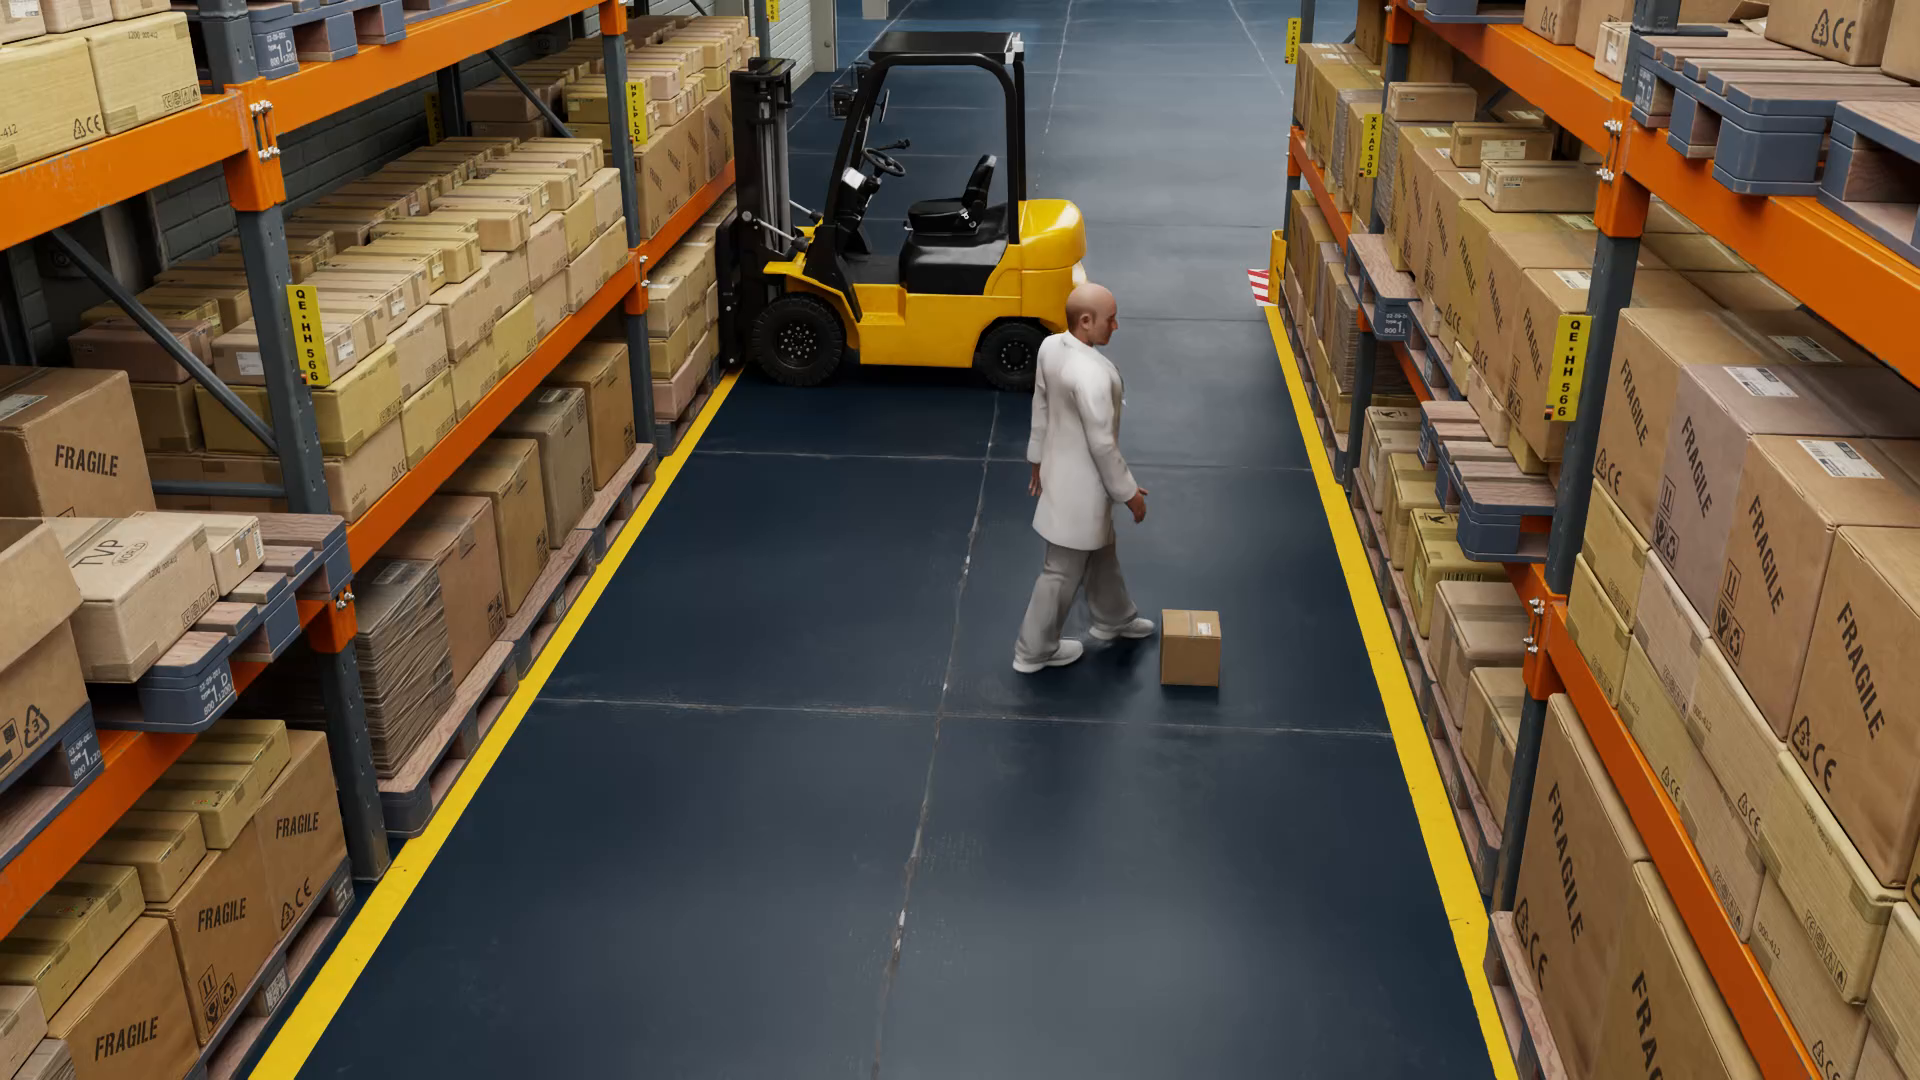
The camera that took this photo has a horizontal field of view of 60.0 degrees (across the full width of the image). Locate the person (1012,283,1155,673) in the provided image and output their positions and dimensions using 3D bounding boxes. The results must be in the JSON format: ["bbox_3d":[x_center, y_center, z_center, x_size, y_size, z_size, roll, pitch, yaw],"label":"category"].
[{"bbox_3d":[0.606,-0.247,7.175,0.774,1.786,0.629,-6,25,-13],"label":"person"}]
